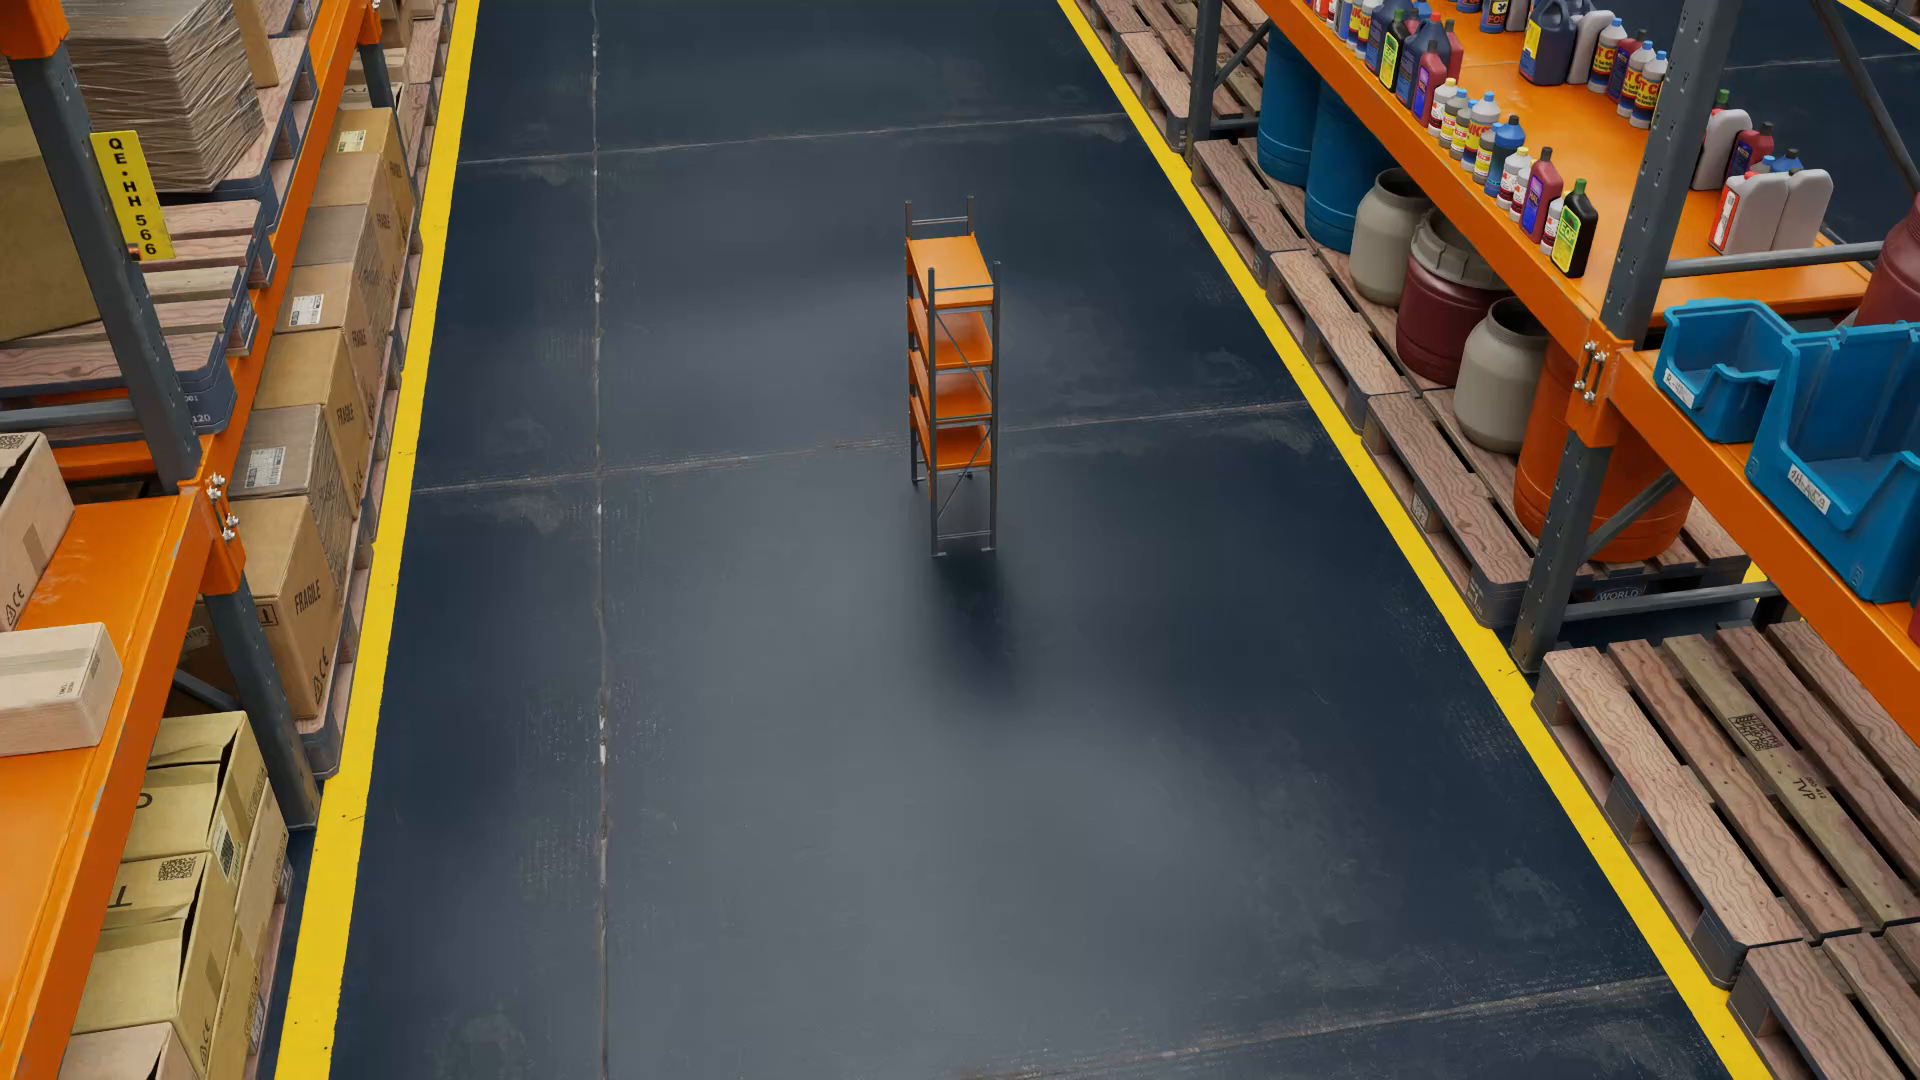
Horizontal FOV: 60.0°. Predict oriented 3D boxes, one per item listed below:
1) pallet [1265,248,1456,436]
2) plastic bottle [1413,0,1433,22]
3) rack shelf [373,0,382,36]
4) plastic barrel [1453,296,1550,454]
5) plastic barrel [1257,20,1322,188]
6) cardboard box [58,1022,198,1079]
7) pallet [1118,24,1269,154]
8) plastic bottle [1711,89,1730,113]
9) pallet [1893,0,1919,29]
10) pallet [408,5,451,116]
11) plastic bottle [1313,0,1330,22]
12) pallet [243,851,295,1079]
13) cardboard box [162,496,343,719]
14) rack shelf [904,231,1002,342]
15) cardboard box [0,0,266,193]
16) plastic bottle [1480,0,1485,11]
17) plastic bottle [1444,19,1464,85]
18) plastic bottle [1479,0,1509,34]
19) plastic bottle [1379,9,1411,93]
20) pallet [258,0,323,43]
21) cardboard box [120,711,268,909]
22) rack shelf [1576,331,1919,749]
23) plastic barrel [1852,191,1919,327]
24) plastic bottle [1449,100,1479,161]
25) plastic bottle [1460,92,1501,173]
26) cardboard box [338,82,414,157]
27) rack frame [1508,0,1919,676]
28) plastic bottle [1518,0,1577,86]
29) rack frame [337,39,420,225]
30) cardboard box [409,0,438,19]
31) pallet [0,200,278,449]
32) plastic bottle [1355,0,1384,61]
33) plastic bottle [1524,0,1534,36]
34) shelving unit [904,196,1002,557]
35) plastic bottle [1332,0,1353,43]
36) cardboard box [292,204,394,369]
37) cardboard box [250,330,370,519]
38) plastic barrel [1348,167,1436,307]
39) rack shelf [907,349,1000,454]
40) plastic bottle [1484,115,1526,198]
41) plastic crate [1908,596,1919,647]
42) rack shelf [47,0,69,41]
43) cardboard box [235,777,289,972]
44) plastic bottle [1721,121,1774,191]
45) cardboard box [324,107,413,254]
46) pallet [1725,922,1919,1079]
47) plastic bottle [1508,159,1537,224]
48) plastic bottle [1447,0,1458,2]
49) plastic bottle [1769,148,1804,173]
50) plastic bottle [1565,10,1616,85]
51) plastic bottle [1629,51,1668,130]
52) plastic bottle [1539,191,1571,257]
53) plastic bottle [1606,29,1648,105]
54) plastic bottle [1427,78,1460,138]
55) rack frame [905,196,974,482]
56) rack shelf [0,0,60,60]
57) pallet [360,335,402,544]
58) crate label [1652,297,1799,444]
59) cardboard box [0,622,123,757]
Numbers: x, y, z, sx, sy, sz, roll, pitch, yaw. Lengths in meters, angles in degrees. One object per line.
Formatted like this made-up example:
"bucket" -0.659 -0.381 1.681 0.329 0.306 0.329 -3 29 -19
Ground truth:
"pallet" 2.008 -0.919 7.261 1.003 0.211 1.213 -6 38 -8
"plastic bottle" 1.775 -1.983 6.463 0.097 0.271 0.097 0 38 0
"rack shelf" -3.532 -3.622 9.054 1.077 0.370 4.000 -6 38 -8
"plastic barrel" 2.108 -0.622 6.291 0.421 0.512 0.421 0 38 0
"plastic barrel" 1.775 -2.236 8.051 0.600 0.901 0.708 -6 38 -8
"cardboard box" -1.962 1.324 3.542 0.500 0.311 0.500 -6 38 -8
"pallet" 1.529 -2.568 9.383 1.003 0.211 1.213 -6 38 -8
"plastic bottle" 2.580 -1.428 5.739 0.061 0.283 0.133 -6 38 -8
"pallet" 6.516 -3.128 10.105 1.003 0.211 1.213 -6 38 -8
"pallet" -3.518 -2.751 9.619 1.003 0.211 1.213 -6 38 -8
"plastic bottle" 1.565 -2.300 6.867 0.152 0.276 0.135 -6 38 -8
"pallet" -2.374 1.320 4.379 1.003 0.211 1.213 -6 38 -8
"cardboard box" -2.278 0.225 5.194 0.500 0.500 0.500 -5 38 -6
"rack shelf" -0.029 -0.884 5.770 0.258 0.148 0.480 -6 38 -8
"cardboard box" -2.673 -1.429 5.221 0.700 0.500 0.500 0 38 1
"plastic bottle" 2.260 -2.370 6.957 0.152 0.276 0.135 -6 38 -8
"plastic bottle" 1.816 -1.783 6.195 0.061 0.283 0.133 -6 38 -8
"plastic bottle" 2.181 -2.204 6.746 0.097 0.271 0.097 0 38 0
"plastic bottle" 1.650 -1.848 6.279 0.061 0.283 0.133 -6 38 -8
"pallet" -3.148 -2.128 6.701 1.003 0.211 1.213 -6 38 -8
"cardboard box" -2.145 0.706 4.338 0.500 0.311 0.500 -5 38 -7
"rack shelf" 2.748 0.679 3.517 1.077 0.370 4.000 -6 38 -8
"plastic barrel" 2.777 -0.619 4.491 0.600 0.536 0.708 -6 38 -8
"plastic bottle" 1.779 -1.438 5.818 0.097 0.201 0.097 0 38 0
"plastic bottle" 1.796 -1.407 5.721 0.097 0.271 0.097 0 38 0
"cardboard box" -3.042 -2.087 8.325 0.500 0.311 0.500 -6 38 -8
"rack frame" 2.398 -0.813 4.852 1.000 3.000 0.127 -6 38 -8
"plastic bottle" 2.247 -1.927 6.325 0.144 0.351 0.185 -6 38 -8
"rack frame" -3.181 -2.699 7.279 1.000 3.000 0.127 -6 38 -8
"cardboard box" -3.407 -3.323 9.966 0.500 0.250 0.500 -6 38 -8
"pallet" -2.668 -0.609 4.745 1.213 0.211 1.003 -6 38 -8
"plastic bottle" 1.616 -2.027 6.518 0.097 0.271 0.097 0 38 0
"plastic bottle" 2.348 -2.134 6.713 0.097 0.201 0.097 0 38 0
"shelving unit" -0.029 -0.574 6.011 0.258 1.200 0.503 -6 38 -8
"plastic bottle" 1.605 -2.160 6.687 0.152 0.276 0.135 -6 38 -8
"cardboard box" -2.646 -1.015 6.791 0.500 0.500 0.500 -6 38 -7
"cardboard box" -2.458 -0.394 5.991 0.500 0.500 0.500 -7 38 -9
"plastic barrel" 1.910 -1.304 7.169 0.421 0.512 0.421 0 38 0
"rack shelf" -0.029 -0.521 6.052 0.258 0.148 0.480 -6 38 -8
"plastic bottle" 1.830 -1.289 5.569 0.097 0.271 0.097 0 38 0
"plastic crate" 2.380 0.171 3.533 0.402 0.464 0.583 -6 38 -8
"rack shelf" -2.830 -2.391 5.024 1.077 0.370 4.000 -6 38 -8
"cardboard box" -2.147 0.929 4.508 0.500 0.250 0.500 -5 38 -7
"plastic bottle" 2.627 -1.267 5.530 0.061 0.283 0.133 -6 38 -8
"cardboard box" -2.812 -1.618 7.566 0.500 0.500 0.500 -6 38 -8
"pallet" 2.706 1.496 4.153 1.003 0.211 1.213 -6 38 -8
"plastic bottle" 1.864 -1.144 5.440 0.097 0.201 0.097 0 38 0
"plastic bottle" 2.117 -2.425 7.031 0.097 0.271 0.097 0 38 0
"plastic bottle" 2.647 -1.131 5.366 0.097 0.271 0.097 0 38 0
"plastic bottle" 2.397 -1.898 6.349 0.152 0.276 0.135 -6 38 -8
"plastic bottle" 2.502 -1.631 6.009 0.097 0.271 0.097 0 38 0
"plastic bottle" 1.904 -1.005 5.260 0.097 0.201 0.097 0 38 0
"plastic bottle" 2.482 -1.766 6.173 0.061 0.283 0.133 -6 38 -8
"plastic bottle" 1.744 -1.556 5.969 0.097 0.201 0.097 0 38 0
"rack frame" -0.072 -0.721 6.200 0.240 1.200 0.015 -6 38 -8
"rack shelf" -2.129 0.025 1.914 1.077 0.370 4.000 -6 38 -8
"pallet" -2.784 -0.372 6.556 1.003 0.211 1.213 -6 38 -8
"crate label" 2.102 -0.452 4.523 0.303 0.233 0.416 -6 38 -8
"cardboard box" -2.050 0.330 3.585 0.380 0.149 0.250 -6 38 -8
